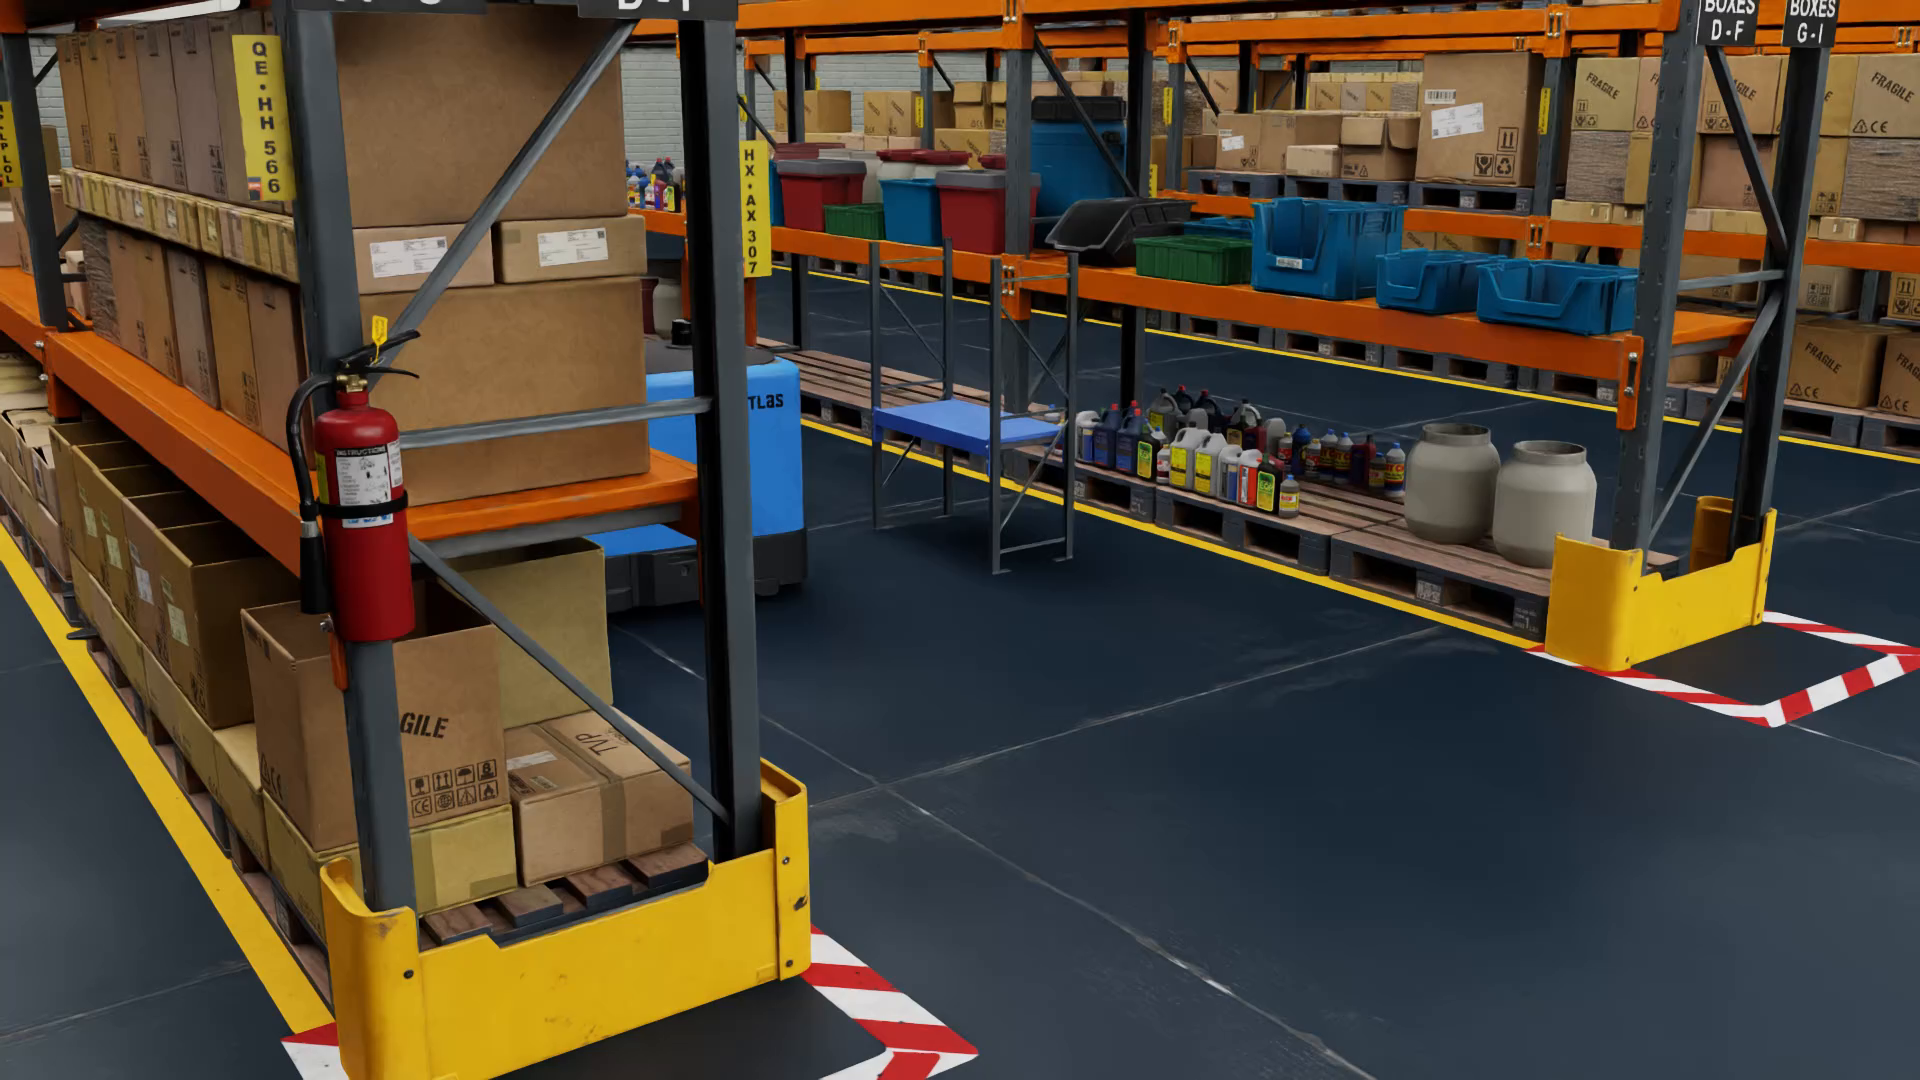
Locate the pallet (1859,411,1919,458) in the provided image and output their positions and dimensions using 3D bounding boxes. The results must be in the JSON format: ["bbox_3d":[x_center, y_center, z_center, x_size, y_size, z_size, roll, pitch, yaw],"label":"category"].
[{"bbox_3d":[6.562,-0.650,10.550,1.003,0.211,1.213,-11,19,-35],"label":"pallet"}]

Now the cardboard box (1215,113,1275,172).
[{"bbox_3d":[2.702,-3.649,15.243,0.500,0.500,0.500,-14,21,-41],"label":"cardboard box"}]

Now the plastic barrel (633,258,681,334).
[{"bbox_3d":[-2.619,-2.121,14.417,0.600,0.588,0.708,-11,19,-35],"label":"plastic barrel"}]

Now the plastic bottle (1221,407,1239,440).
[{"bbox_3d":[1.552,-0.625,9.489,0.061,0.283,0.133,-9,18,-31],"label":"plastic bottle"}]

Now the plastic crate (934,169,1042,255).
[{"bbox_3d":[0.166,-1.972,9.976,0.402,0.464,0.583,-11,19,-35],"label":"plastic crate"}]

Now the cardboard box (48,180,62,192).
[{"bbox_3d":[-4.354,-1.551,8.371,0.500,0.500,0.500,-11,19,-34],"label":"cardboard box"}]

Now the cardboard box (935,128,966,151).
[{"bbox_3d":[0.069,-4.273,18.317,0.500,0.500,0.500,-11,19,-34],"label":"cardboard box"}]

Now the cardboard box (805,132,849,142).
[{"bbox_3d":[-1.684,-4.925,20.609,0.500,0.250,0.500,-12,19,-36],"label":"cardboard box"}]

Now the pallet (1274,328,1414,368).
[{"bbox_3d":[3.524,-1.735,14.517,1.003,0.211,1.213,-11,19,-35],"label":"pallet"}]

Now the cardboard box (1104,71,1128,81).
[{"bbox_3d":[2.359,-6.280,23.192,0.500,0.500,0.500,-11,19,-36],"label":"cardboard box"}]

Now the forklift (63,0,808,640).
[{"bbox_3d":[-2.244,-1.090,7.008,3.031,2.935,1.130,-8,17,-28],"label":"forklift"}]

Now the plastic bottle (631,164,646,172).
[{"bbox_3d":[-2.922,-3.285,15.131,0.152,0.276,0.135,-11,19,-35],"label":"plastic bottle"}]

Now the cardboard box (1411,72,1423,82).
[{"bbox_3d":[7.032,-6.987,25.110,0.380,0.149,0.250,-11,19,-35],"label":"cardboard box"}]

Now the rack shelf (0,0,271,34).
[{"bbox_3d":[-2.135,-1.790,5.113,1.077,0.370,4.000,-11,19,-35],"label":"rack shelf"}]

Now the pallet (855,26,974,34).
[{"bbox_3d":[-0.472,-5.942,19.091,1.003,0.211,1.213,-11,19,-35],"label":"pallet"}]

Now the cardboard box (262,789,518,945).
[{"bbox_3d":[-1.513,0.792,4.412,0.500,0.250,0.500,-11,19,-35],"label":"cardboard box"}]

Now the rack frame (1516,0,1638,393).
[{"bbox_3d":[4.704,-2.654,12.590,1.000,3.000,0.127,-11,19,-35],"label":"rack frame"}]

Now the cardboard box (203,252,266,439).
[{"bbox_3d":[-1.823,-0.631,5.010,0.700,0.500,0.500,-11,19,-34],"label":"cardboard box"}]

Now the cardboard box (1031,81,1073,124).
[{"bbox_3d":[1.155,-4.480,17.174,0.797,0.503,0.637,-10,18,-33],"label":"cardboard box"}]

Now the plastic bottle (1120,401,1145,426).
[{"bbox_3d":[0.953,-0.605,9.289,0.144,0.351,0.185,-11,19,-35],"label":"plastic bottle"}]

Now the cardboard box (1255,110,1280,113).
[{"bbox_3d":[3.932,-5.323,20.896,0.380,0.149,0.250,-10,18,-32],"label":"cardboard box"}]

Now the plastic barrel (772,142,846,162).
[{"bbox_3d":[-1.136,-2.753,12.693,0.600,0.536,0.708,-11,19,-35],"label":"plastic barrel"}]

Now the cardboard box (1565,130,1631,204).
[{"bbox_3d":[4.919,-2.740,12.151,0.875,0.500,0.500,-11,19,-35],"label":"cardboard box"}]

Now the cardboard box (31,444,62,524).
[{"bbox_3d":[-3.781,-0.306,7.361,0.500,0.311,0.500,-11,19,-35],"label":"cardboard box"}]

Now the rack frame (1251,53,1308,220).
[{"bbox_3d":[4.072,-5.110,21.565,1.000,3.000,0.127,-11,19,-35],"label":"rack frame"}]

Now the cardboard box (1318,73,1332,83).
[{"bbox_3d":[5.921,-7.361,26.475,0.380,0.149,0.250,-10,18,-33],"label":"cardboard box"}]

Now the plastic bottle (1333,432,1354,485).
[{"bbox_3d":[2.034,-0.436,8.821,0.097,0.271,0.097,0,15,0],"label":"plastic bottle"}]

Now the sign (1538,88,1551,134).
[{"bbox_3d":[4.257,-3.125,12.119,0.100,0.325,0.005,-11,19,-35],"label":"sign"}]

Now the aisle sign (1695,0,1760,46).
[{"bbox_3d":[2.852,-2.223,6.092,0.394,0.787,0.004,-11,19,-35],"label":"aisle sign"}]

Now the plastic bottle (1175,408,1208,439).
[{"bbox_3d":[1.318,-0.621,9.490,0.152,0.276,0.135,-11,19,-35],"label":"plastic bottle"}]

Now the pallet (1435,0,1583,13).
[{"bbox_3d":[4.427,-4.158,12.760,1.213,0.211,1.003,-11,19,-35],"label":"pallet"}]

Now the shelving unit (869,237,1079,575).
[{"bbox_3d":[0.050,-0.705,8.312,0.538,1.500,1.048,-11,19,-35],"label":"shelving unit"}]

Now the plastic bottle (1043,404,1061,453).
[{"bbox_3d":[0.531,-0.645,9.586,0.097,0.271,0.097,0,15,0],"label":"plastic bottle"}]

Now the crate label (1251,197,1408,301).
[{"bbox_3d":[1.749,-1.399,7.938,0.502,0.435,0.616,-11,19,-35],"label":"crate label"}]

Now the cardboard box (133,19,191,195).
[{"bbox_3d":[-2.160,-1.376,5.273,0.700,0.500,0.500,-11,19,-34],"label":"cardboard box"}]

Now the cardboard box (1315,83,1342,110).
[{"bbox_3d":[6.026,-7.029,26.492,0.500,0.500,0.500,-11,19,-36],"label":"cardboard box"}]

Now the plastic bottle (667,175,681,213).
[{"bbox_3d":[-2.237,-2.703,12.990,0.061,0.283,0.133,-11,19,-35],"label":"plastic bottle"}]

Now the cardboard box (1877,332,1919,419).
[{"bbox_3d":[6.323,-1.055,10.687,0.500,0.500,0.500,-6,16,-20],"label":"cardboard box"}]

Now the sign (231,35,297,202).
[{"bbox_3d":[-1.406,-0.854,3.373,0.100,0.325,0.005,-11,19,-35],"label":"sign"}]

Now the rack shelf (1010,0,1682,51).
[{"bbox_3d":[1.874,-2.558,7.919,1.077,0.370,4.000,-11,19,-35],"label":"rack shelf"}]

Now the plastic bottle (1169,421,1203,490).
[{"bbox_3d":[1.198,-0.452,8.728,0.144,0.351,0.185,-11,19,-35],"label":"plastic bottle"}]

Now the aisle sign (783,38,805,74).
[{"bbox_3d":[-2.151,-6.532,21.835,0.394,0.787,0.004,-11,19,-35],"label":"aisle sign"}]

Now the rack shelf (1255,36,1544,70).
[{"bbox_3d":[5.248,-5.783,19.704,1.077,0.370,4.000,-11,19,-35],"label":"rack shelf"}]

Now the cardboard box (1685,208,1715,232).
[{"bbox_3d":[5.162,-2.224,11.495,0.380,0.149,0.250,-11,19,-35],"label":"cardboard box"}]

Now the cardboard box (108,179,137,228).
[{"bbox_3d":[-2.708,-1.172,5.760,0.380,0.149,0.250,-12,19,-36],"label":"cardboard box"}]

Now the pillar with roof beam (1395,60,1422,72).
[{"bbox_3d":[5.339,-10.467,29.771,9.100,9.000,0.400,-11,19,-35],"label":"pillar with roof beam"}]

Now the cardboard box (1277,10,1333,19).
[{"bbox_3d":[3.034,-4.524,14.027,0.500,0.250,0.500,-10,18,-33],"label":"cardboard box"}]

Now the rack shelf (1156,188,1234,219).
[{"bbox_3d":[1.176,-3.588,17.366,1.077,0.370,4.000,-11,19,-35],"label":"rack shelf"}]

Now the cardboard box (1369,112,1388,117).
[{"bbox_3d":[5.006,-4.934,19.476,0.380,0.149,0.250,-10,18,-32],"label":"cardboard box"}]

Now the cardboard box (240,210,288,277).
[{"bbox_3d":[-1.643,-0.786,4.348,0.380,0.149,0.250,-11,19,-35],"label":"cardboard box"}]

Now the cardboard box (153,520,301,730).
[{"bbox_3d":[-2.115,0.220,5.084,0.500,0.500,0.500,-11,19,-35],"label":"cardboard box"}]

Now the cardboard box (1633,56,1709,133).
[{"bbox_3d":[5.058,-3.086,11.521,0.500,0.500,0.500,-11,19,-35],"label":"cardboard box"}]

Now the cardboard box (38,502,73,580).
[{"bbox_3d":[-3.789,-0.037,7.441,0.500,0.250,0.500,-11,19,-35],"label":"cardboard box"}]

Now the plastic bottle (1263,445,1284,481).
[{"bbox_3d":[1.575,-0.332,8.418,0.061,0.283,0.133,-11,19,-35],"label":"plastic bottle"}]

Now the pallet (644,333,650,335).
[{"bbox_3d":[-2.864,-1.816,14.812,1.003,0.211,1.213,-11,19,-35],"label":"pallet"}]
